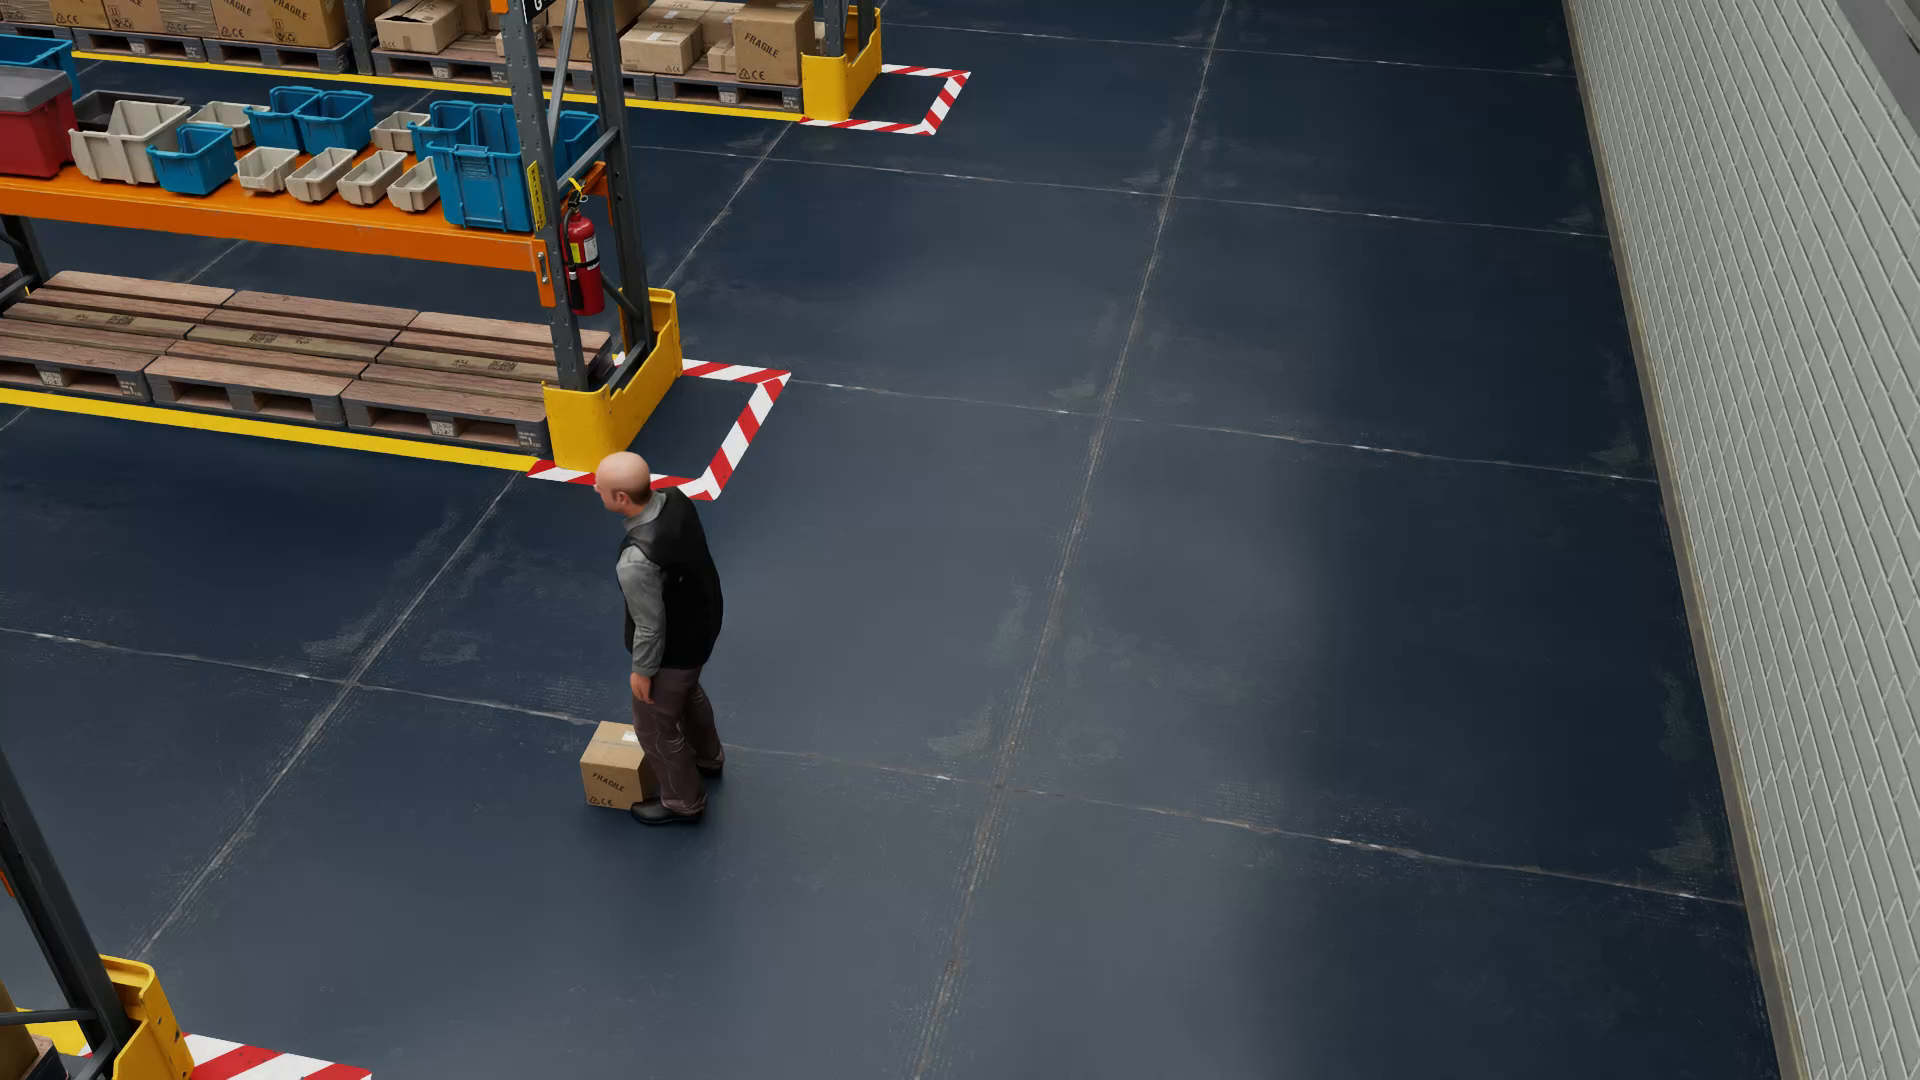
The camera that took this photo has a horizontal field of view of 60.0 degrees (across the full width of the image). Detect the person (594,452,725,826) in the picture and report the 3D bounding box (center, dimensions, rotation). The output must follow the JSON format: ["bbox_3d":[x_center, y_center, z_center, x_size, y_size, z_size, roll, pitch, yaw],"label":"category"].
[{"bbox_3d":[-1.131,0.386,6.463,0.426,1.719,0.580,6,37,8],"label":"person"}]
